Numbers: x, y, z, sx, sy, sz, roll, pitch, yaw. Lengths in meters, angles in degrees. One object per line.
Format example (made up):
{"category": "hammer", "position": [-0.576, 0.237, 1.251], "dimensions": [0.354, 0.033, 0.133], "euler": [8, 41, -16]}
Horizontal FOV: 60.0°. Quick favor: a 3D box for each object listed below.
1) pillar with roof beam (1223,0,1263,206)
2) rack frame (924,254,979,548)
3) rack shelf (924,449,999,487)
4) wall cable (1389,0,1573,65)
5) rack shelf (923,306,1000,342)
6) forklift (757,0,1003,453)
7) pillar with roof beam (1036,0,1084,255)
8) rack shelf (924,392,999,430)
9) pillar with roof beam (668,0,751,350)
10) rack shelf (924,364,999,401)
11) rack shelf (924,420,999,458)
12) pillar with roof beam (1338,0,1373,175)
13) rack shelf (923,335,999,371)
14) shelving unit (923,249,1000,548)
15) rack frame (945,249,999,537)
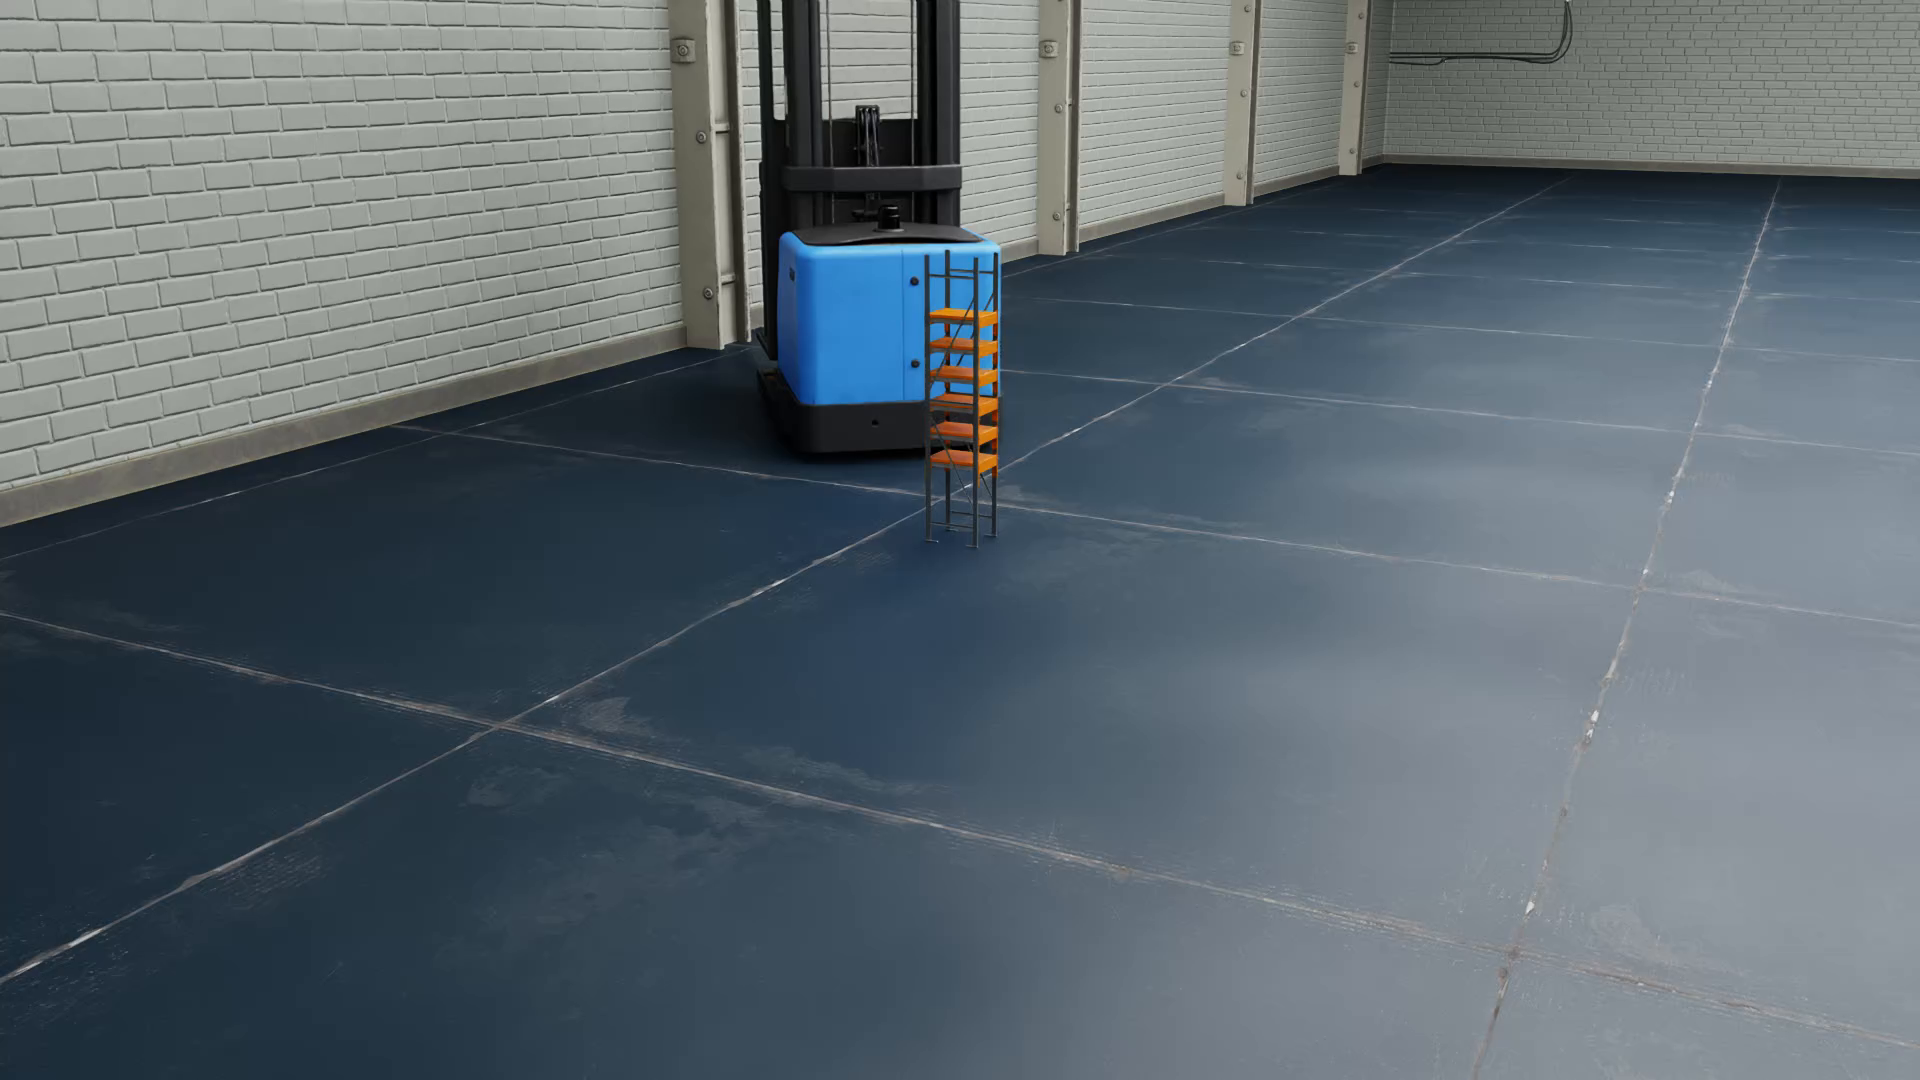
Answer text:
{"category": "pillar with roof beam", "position": [7.515, -8.201, 18.830], "dimensions": [9.100, 9.000, 0.400], "euler": [8, 18, 25]}
{"category": "rack frame", "position": [-0.034, -0.556, 6.787], "dimensions": [0.240, 1.200, 0.006], "euler": [8, 18, 25]}
{"category": "rack shelf", "position": [0.006, -0.306, 6.947], "dimensions": [0.258, 0.103, 0.180], "euler": [8, 18, 25]}
{"category": "wall cable", "position": [8.844, -9.371, 28.222], "dimensions": [3.097, 2.526, 0.112], "euler": [8, 18, 25]}
{"category": "rack shelf", "position": [0.006, -0.881, 6.776], "dimensions": [0.258, 0.103, 0.180], "euler": [8, 18, 25]}
{"category": "forklift", "position": [-0.591, -2.213, 9.326], "dimensions": [1.130, 2.935, 3.031], "euler": [-3, 17, -12]}
{"category": "pillar with roof beam", "position": [4.833, -6.673, 13.685], "dimensions": [9.100, 9.000, 0.400], "euler": [8, 18, 25]}
{"category": "rack shelf", "position": [0.006, -0.536, 6.879], "dimensions": [0.258, 0.103, 0.180], "euler": [8, 18, 25]}
{"category": "pillar with roof beam", "position": [2.152, -5.144, 8.539], "dimensions": [9.100, 9.000, 0.400], "euler": [8, 18, 25]}
{"category": "rack shelf", "position": [0.006, -0.651, 6.844], "dimensions": [0.258, 0.103, 0.180], "euler": [8, 18, 25]}
{"category": "rack shelf", "position": [0.006, -0.421, 6.913], "dimensions": [0.258, 0.103, 0.180], "euler": [8, 18, 25]}
{"category": "pillar with roof beam", "position": [10.196, -9.729, 23.976], "dimensions": [9.100, 9.000, 0.400], "euler": [8, 18, 25]}
{"category": "rack shelf", "position": [0.006, -0.766, 6.810], "dimensions": [0.258, 0.103, 0.180], "euler": [8, 18, 25]}
{"category": "shelving unit", "position": [0.006, -0.579, 6.866], "dimensions": [0.258, 1.200, 0.189], "euler": [8, 18, 25]}
{"category": "rack frame", "position": [0.047, -0.602, 6.944], "dimensions": [0.240, 1.200, 0.006], "euler": [8, 18, 25]}
